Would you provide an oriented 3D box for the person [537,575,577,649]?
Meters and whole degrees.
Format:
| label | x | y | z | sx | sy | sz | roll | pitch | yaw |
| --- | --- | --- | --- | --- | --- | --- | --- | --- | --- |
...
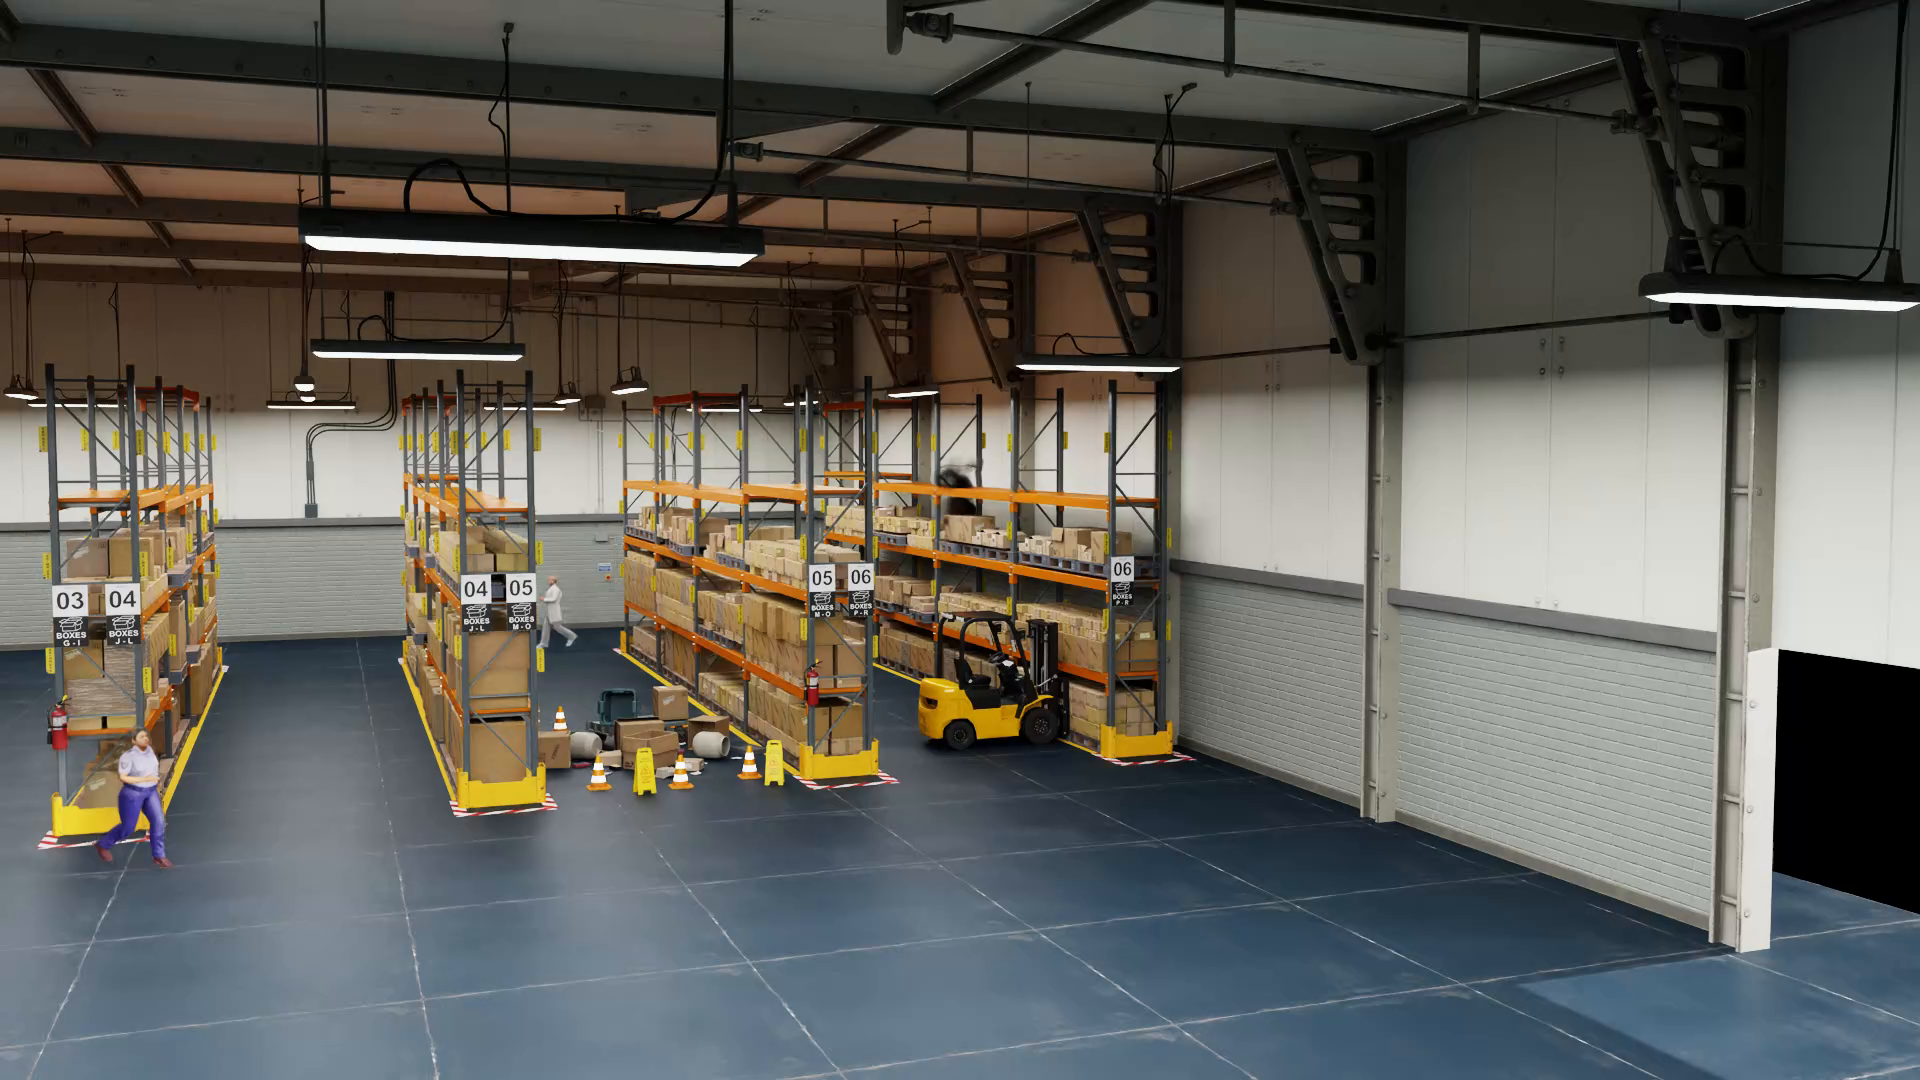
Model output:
| label | x | y | z | sx | sy | sz | roll | pitch | yaw |
| --- | --- | --- | --- | --- | --- | --- | --- | --- | --- |
| person | -9.801 | 1.735 | 40.207 | 1.048 | 1.760 | 0.704 | -2 | 4 | -26 |

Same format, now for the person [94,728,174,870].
| label | x | y | z | sx | sy | sz | roll | pitch | yaw |
| --- | --- | --- | --- | --- | --- | --- | --- | --- | --- |
| person | -9.708 | 3.047 | 19.602 | 0.934 | 1.659 | 0.616 | 1 | 4 | 19 |
